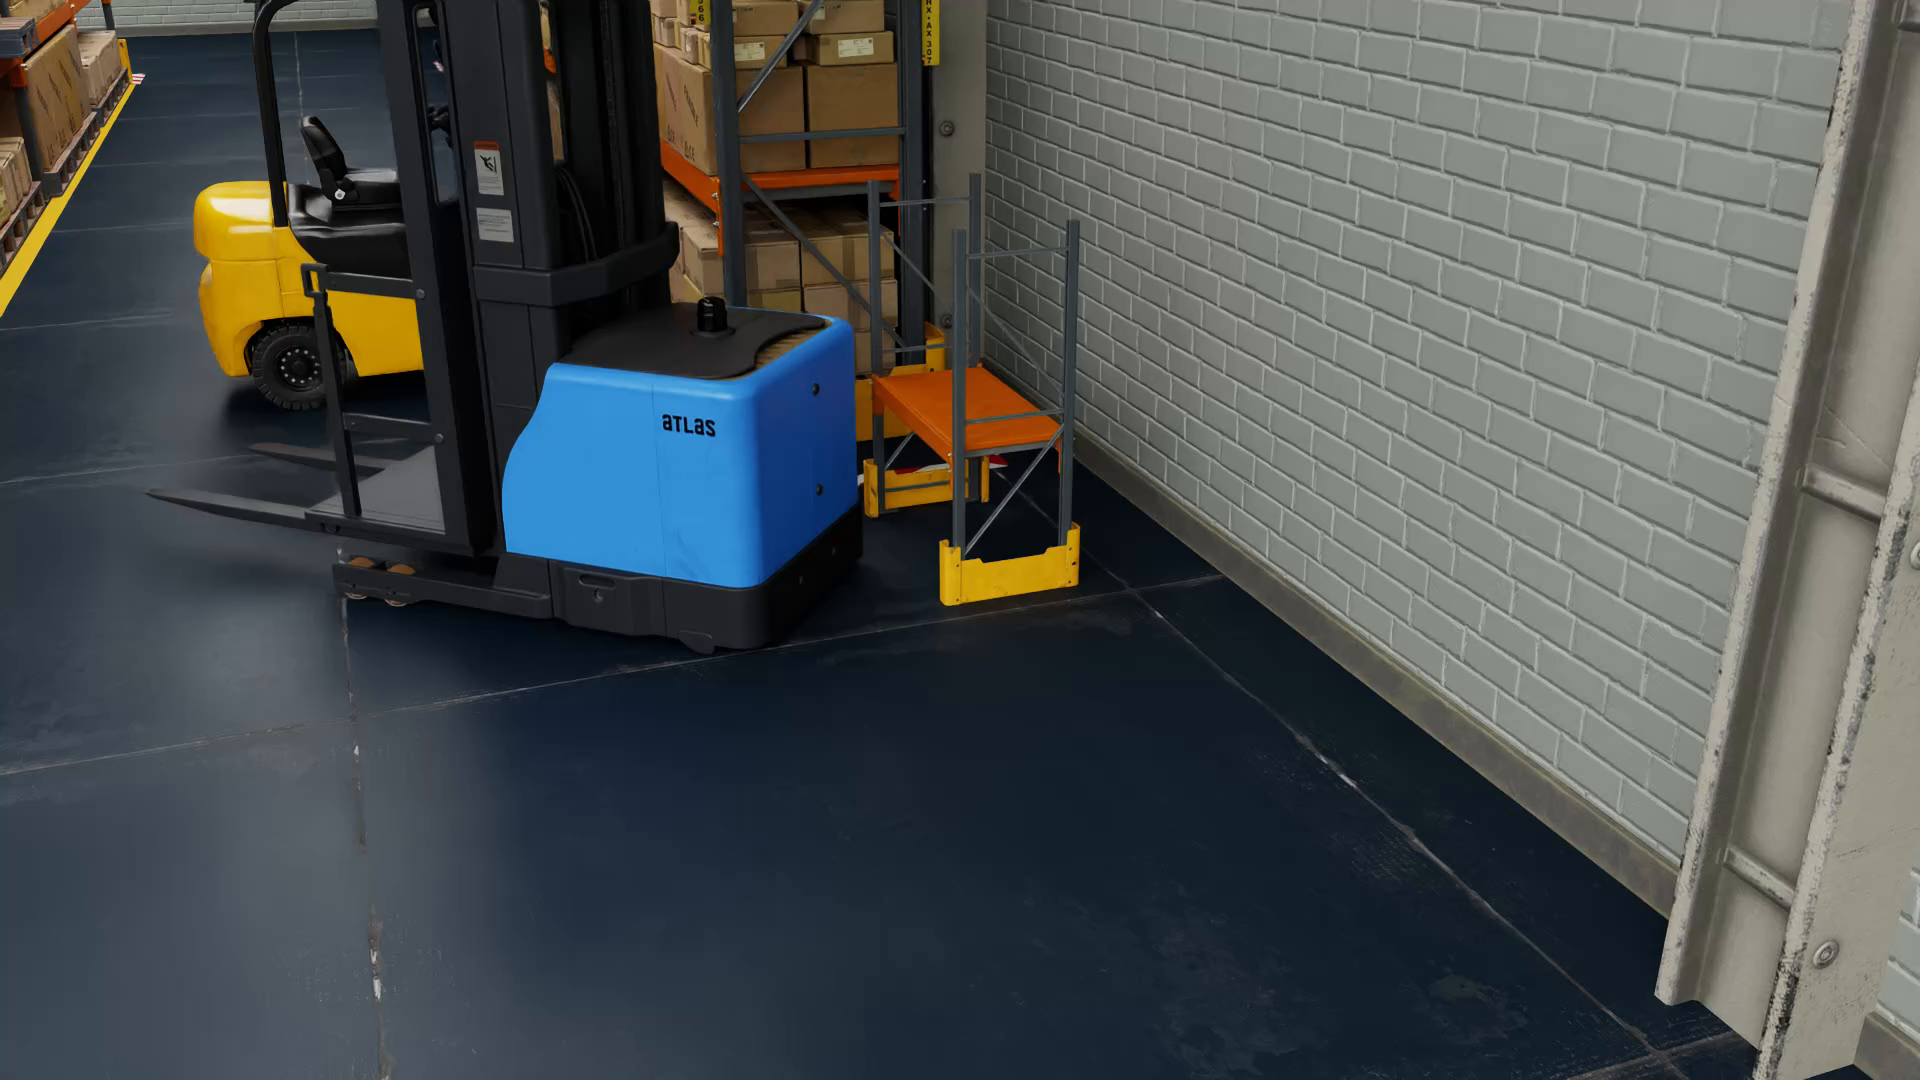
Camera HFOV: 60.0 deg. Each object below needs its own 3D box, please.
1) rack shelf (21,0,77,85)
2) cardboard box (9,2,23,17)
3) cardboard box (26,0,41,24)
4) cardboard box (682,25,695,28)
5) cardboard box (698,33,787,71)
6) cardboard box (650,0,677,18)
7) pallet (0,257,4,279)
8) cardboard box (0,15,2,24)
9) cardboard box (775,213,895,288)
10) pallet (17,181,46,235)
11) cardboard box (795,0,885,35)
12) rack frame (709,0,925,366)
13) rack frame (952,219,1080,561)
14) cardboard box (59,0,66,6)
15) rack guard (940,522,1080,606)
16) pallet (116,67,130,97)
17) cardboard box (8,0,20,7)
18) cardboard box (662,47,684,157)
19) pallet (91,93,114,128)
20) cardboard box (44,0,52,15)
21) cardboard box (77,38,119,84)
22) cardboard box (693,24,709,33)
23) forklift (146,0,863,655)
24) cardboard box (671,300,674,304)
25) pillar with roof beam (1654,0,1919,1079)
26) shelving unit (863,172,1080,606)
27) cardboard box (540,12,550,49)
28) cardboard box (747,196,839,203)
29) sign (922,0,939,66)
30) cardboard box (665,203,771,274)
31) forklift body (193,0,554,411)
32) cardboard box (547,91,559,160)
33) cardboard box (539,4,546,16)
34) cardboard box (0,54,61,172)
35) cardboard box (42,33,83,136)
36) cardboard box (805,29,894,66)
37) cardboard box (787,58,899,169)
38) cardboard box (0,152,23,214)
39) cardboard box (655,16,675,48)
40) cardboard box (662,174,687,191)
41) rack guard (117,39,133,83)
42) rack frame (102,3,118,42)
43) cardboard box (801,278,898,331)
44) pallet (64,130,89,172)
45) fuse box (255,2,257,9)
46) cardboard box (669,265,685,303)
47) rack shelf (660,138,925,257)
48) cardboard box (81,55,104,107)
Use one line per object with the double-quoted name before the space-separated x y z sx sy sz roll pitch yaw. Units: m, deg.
"rack shelf" -8.843 -4.555 15.121 1.077 0.370 4.000 -8 24 -19
"cardboard box" -8.074 -4.303 13.790 0.500 0.250 0.500 -9 24 -20
"cardboard box" -8.452 -4.679 14.681 0.500 0.250 0.500 -8 24 -17
"cardboard box" -1.206 -2.559 8.496 0.380 0.149 0.250 -8 24 -18
"cardboard box" -1.053 -2.368 8.042 0.380 0.149 0.250 -8 24 -18
"cardboard box" -1.440 -2.875 8.863 0.380 0.149 0.250 -8 24 -18
"pallet" -7.000 -1.704 11.021 1.003 0.211 1.213 -8 24 -19
"cardboard box" -7.508 -3.978 12.608 0.380 0.149 0.250 -9 24 -19
"cardboard box" -0.661 -1.523 8.714 0.500 0.250 0.500 -9 24 -20
"pallet" -7.862 -2.591 13.125 1.003 0.211 1.213 -8 24 -19
"cardboard box" -0.587 -2.569 8.136 0.380 0.149 0.250 -9 24 -20
"rack frame" -0.668 -1.935 7.980 1.000 3.000 0.127 -8 24 -19
"rack frame" 0.210 -0.475 6.447 0.500 1.500 0.032 -8 24 -19
"cardboard box" -9.156 -5.416 16.430 0.500 0.250 0.500 -9 24 -20
"rack guard" 0.203 0.093 6.706 0.587 0.250 0.087 -8 24 -19
"pallet" -10.607 -5.502 20.032 1.003 0.211 1.213 -8 24 -19
"cardboard box" -8.085 -4.539 13.707 0.500 0.250 0.500 -9 24 -19
"cardboard box" -1.263 -2.314 8.749 0.500 0.500 0.500 -8 24 -17
"pallet" -9.745 -4.615 17.928 1.003 0.211 1.213 -8 24 -19
"cardboard box" -8.816 -5.044 15.549 0.500 0.250 0.500 -9 24 -20
"cardboard box" -10.305 -5.522 19.247 0.875 0.438 0.875 -8 24 -18
"cardboard box" -1.108 -2.604 8.219 0.380 0.149 0.250 -8 24 -19
"forklift" -1.976 -1.266 6.480 3.031 2.935 1.130 8 24 19
"cardboard box" -1.297 -1.171 9.166 0.500 0.250 0.500 -8 24 -19
"pillar with roof beam" -1.979 -2.306 1.134 9.100 9.000 0.400 -8 24 -19
"shelving unit" 0.027 -0.663 6.893 0.587 1.500 1.083 -8 24 -19
"cardboard box" -3.023 -4.020 13.119 0.500 0.250 0.500 -8 24 -17
"cardboard box" -1.008 -1.887 9.578 0.500 0.250 0.500 -9 24 -19
"sign" -0.147 -2.445 7.972 0.100 0.325 0.005 -8 24 -19
"cardboard box" -1.309 -1.632 8.972 0.500 0.250 0.500 -8 24 -18
"forklift body" -3.045 -1.983 9.185 2.313 2.155 1.214 -8 24 -19
"cardboard box" -3.049 -3.477 14.153 0.875 0.625 0.625 -8 24 -17
"cardboard box" -3.019 -4.252 13.025 0.500 0.250 0.500 -8 24 -18
"cardboard box" -8.303 -3.637 14.211 0.875 0.875 0.875 -9 24 -19
"cardboard box" -8.930 -4.286 15.752 0.875 0.875 0.875 -8 24 -17
"cardboard box" -0.546 -2.439 8.211 0.380 0.149 0.250 -9 24 -20
"cardboard box" -0.584 -2.200 8.478 0.500 0.500 0.500 -8 24 -17
"cardboard box" -7.678 -2.669 12.562 0.950 0.372 0.625 -9 24 -20
"cardboard box" -1.421 -2.742 8.928 0.380 0.149 0.250 -9 25 -21
"cardboard box" -1.668 -1.999 9.843 0.500 0.250 0.500 -9 24 -20
"rack guard" -10.972 -5.923 20.660 1.175 0.500 0.348 -8 24 -19
"rack frame" -10.963 -7.067 20.154 1.000 3.000 0.127 -8 24 -19
"cardboard box" -0.640 -1.292 8.808 0.500 0.250 0.500 -8 24 -18
"pallet" -8.772 -3.614 15.553 1.003 0.211 1.213 -8 24 -19
"fuse box" -10.960 -8.754 25.816 0.539 1.711 0.414 -8 24 -19
"cardboard box" -1.300 -1.410 9.089 0.500 0.250 0.500 -9 24 -20
"rack shelf" -1.375 -2.331 9.844 1.077 0.370 4.000 -8 24 -19
"cardboard box" -9.671 -4.869 17.698 0.875 0.438 0.875 -9 24 -20
